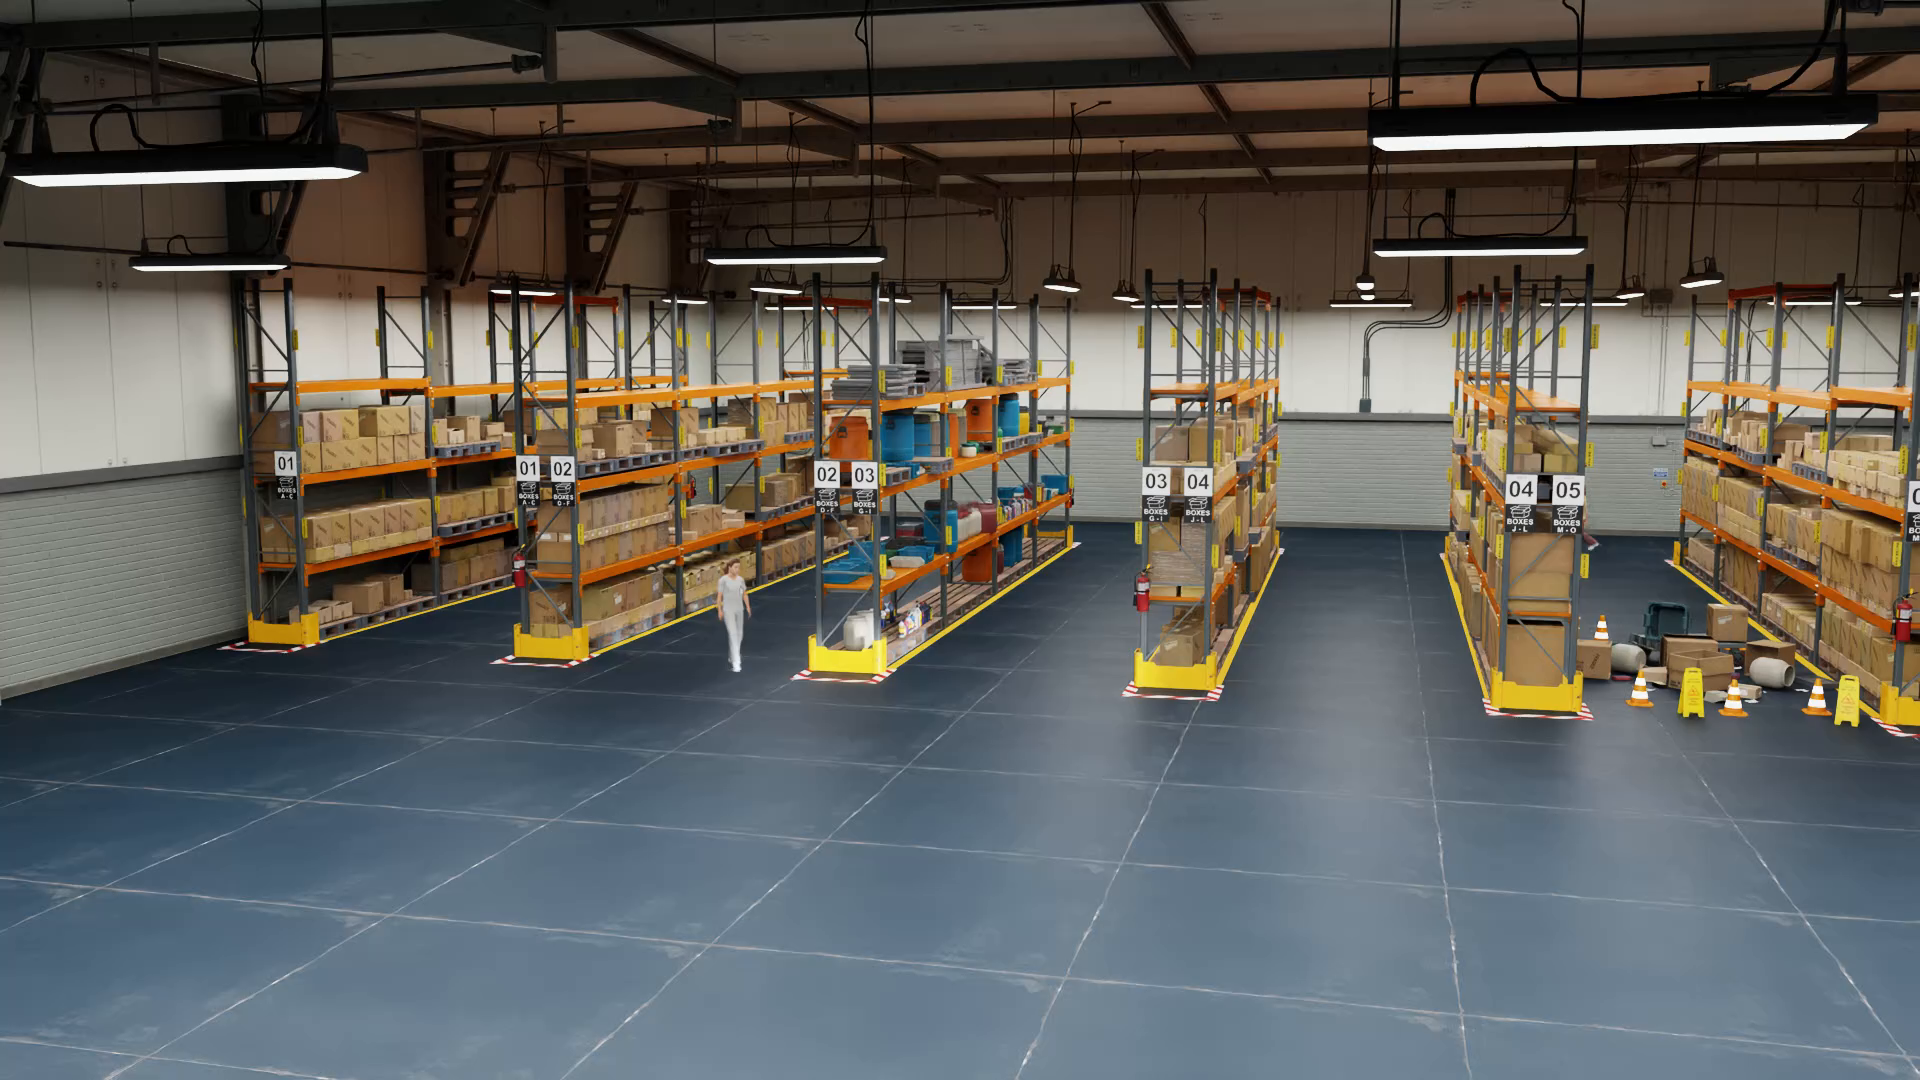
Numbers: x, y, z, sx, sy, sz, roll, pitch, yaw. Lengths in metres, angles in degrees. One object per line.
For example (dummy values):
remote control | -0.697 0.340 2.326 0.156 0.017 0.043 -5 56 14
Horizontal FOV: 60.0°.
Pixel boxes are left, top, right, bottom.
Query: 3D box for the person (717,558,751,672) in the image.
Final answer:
person | -3.427 1.133 25.547 0.462 1.682 0.694 -5 9 -37

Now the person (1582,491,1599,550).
person | 14.569 -0.496 39.031 0.934 1.636 0.443 0 7 1
